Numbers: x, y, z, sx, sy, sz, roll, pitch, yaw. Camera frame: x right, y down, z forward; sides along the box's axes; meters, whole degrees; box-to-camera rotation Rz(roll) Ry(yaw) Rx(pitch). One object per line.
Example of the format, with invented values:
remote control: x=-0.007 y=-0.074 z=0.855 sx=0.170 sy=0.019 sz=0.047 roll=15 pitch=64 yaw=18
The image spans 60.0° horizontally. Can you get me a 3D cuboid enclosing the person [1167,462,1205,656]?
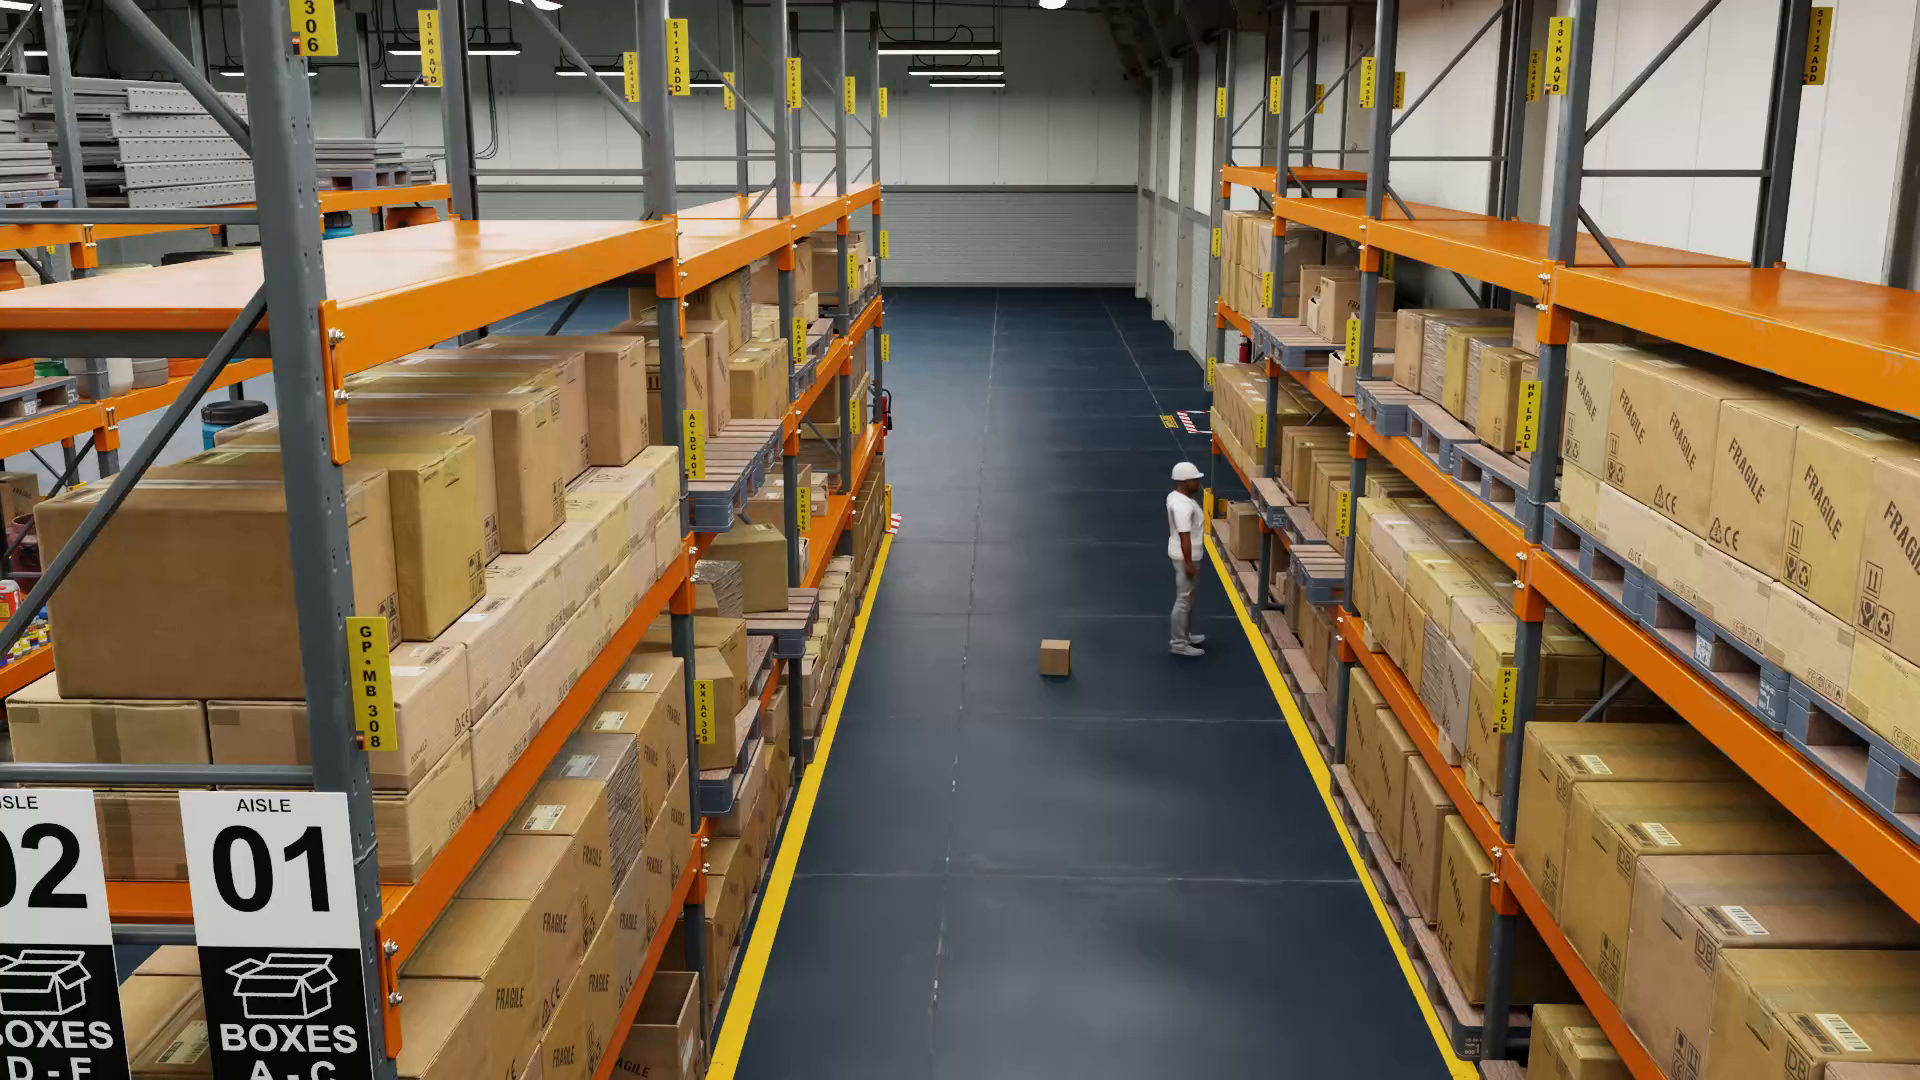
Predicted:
person: x=2.104 y=0.160 z=15.311 sx=0.411 sy=1.775 sz=0.565 roll=0 pitch=14 yaw=1
